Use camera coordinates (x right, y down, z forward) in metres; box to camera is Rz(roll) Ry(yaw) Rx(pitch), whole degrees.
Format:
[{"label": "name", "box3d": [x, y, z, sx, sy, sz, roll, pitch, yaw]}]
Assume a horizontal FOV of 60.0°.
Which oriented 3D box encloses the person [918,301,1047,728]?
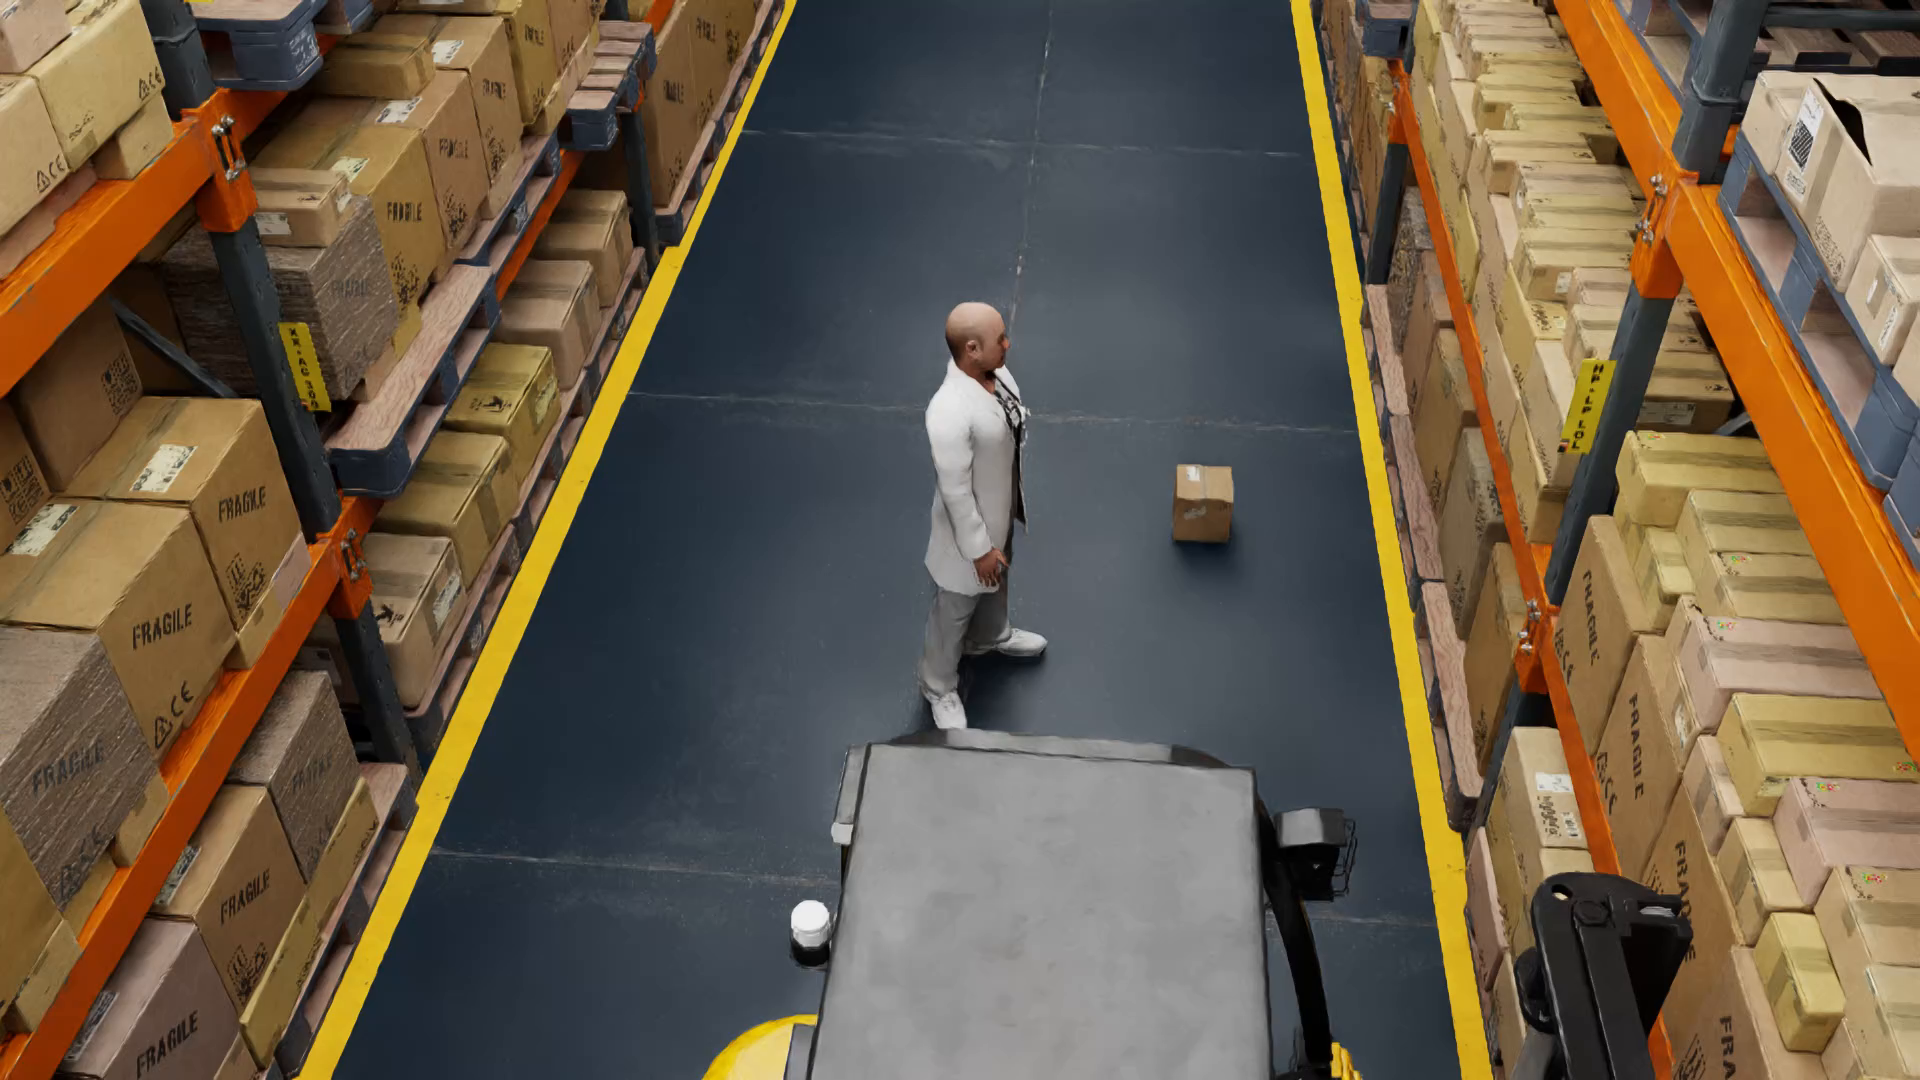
[{"label": "person", "box3d": [0.074, -0.114, 6.261, 0.428, 1.784, 0.717, 13, 41, 15]}]
